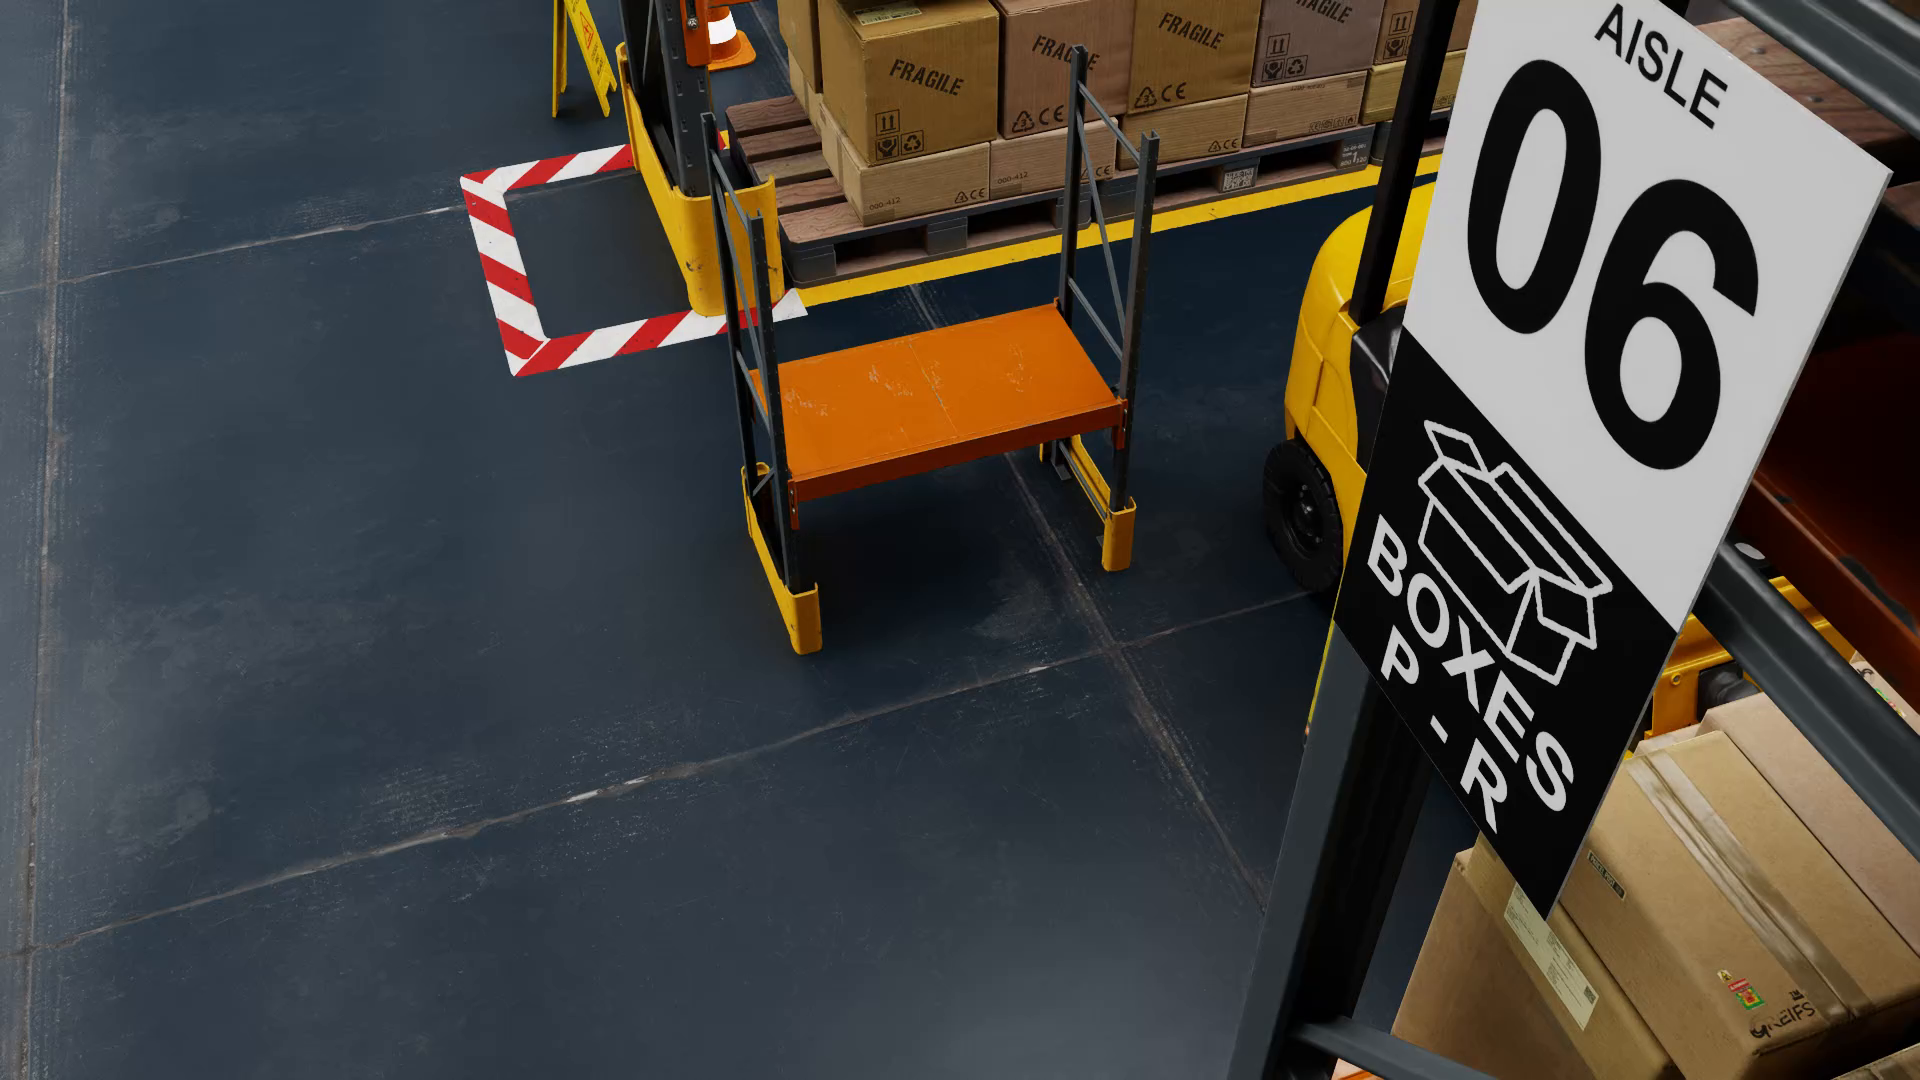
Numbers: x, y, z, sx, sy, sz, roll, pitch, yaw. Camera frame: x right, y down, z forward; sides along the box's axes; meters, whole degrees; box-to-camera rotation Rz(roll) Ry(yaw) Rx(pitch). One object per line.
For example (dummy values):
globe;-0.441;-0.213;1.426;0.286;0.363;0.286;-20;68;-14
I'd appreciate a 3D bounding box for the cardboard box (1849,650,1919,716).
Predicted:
cardboard box;1.350;0.278;2.117;0.250;0.149;0.380;-13;47;-13

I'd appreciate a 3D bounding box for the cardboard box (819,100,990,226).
cardboard box;-0.210;-1.459;6.231;0.500;0.250;0.500;-15;47;-14

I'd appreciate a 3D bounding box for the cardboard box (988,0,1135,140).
cardboard box;0.303;-1.858;6.100;0.500;0.500;0.500;-16;47;-15

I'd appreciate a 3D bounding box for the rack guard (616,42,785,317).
rack guard;-0.991;-1.407;6.300;0.348;0.500;1.175;-14;47;-14

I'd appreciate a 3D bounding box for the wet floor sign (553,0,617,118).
wet floor sign;-1.604;-2.108;6.895;0.232;0.644;0.267;0;45;0

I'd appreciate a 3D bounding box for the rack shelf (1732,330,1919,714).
rack shelf;2.508;-0.251;1.773;4.000;0.370;1.077;-14;47;-14

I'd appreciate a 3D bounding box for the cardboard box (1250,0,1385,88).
cardboard box;1.277;-2.108;6.348;0.500;0.500;0.500;-12;46;-12

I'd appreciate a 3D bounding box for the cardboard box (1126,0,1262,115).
cardboard box;0.777;-1.974;6.215;0.500;0.500;0.500;-13;47;-13

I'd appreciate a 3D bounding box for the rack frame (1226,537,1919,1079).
rack frame;0.627;1.034;2.101;0.127;3.000;1.000;-14;47;-14

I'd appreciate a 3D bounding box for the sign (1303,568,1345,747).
sign;0.455;0.177;1.971;0.005;0.325;0.100;-14;47;-14

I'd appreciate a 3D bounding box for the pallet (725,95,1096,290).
pallet;-0.215;-1.477;6.573;1.213;0.211;1.003;-14;47;-14

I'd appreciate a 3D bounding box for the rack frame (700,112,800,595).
rack frame;-0.558;-0.387;4.576;0.032;1.500;0.500;-14;47;-14

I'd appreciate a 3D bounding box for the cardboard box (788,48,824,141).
cardboard box;-0.371;-1.828;6.599;0.500;0.250;0.500;-15;47;-14

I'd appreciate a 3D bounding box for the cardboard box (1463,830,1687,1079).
cardboard box;0.858;0.500;2.105;0.250;0.149;0.380;-14;47;-13

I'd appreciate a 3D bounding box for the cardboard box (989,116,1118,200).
cardboard box;0.273;-1.577;6.348;0.500;0.250;0.500;-13;46;-12

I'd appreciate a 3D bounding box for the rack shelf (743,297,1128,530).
rack shelf;-0.080;-0.382;4.826;1.000;0.185;0.538;-14;47;-14

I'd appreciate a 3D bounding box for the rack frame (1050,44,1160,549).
rack frame;0.398;-0.631;4.820;0.032;1.500;0.500;-14;47;-14

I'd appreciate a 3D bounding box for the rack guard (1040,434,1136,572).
rack guard;0.397;-0.190;5.263;0.087;0.250;0.587;-14;47;-14

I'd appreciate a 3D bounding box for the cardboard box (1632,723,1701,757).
cardboard box;1.088;0.419;2.186;0.250;0.149;0.380;-14;47;-13

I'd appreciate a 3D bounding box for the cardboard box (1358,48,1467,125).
cardboard box;1.738;-1.955;6.726;0.500;0.250;0.500;-15;47;-15

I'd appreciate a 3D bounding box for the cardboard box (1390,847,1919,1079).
cardboard box;1.000;0.706;2.358;0.500;0.500;0.500;-15;47;-15

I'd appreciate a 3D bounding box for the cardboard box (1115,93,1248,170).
cardboard box;0.782;-1.716;6.488;0.500;0.250;0.500;-11;46;-11

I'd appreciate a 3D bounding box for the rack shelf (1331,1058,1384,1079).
rack shelf;2.508;0.807;2.835;4.000;0.370;1.077;-14;47;-14

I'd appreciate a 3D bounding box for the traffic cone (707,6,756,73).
traffic cone;-1.096;-2.339;7.254;0.334;0.463;0.336;-14;47;-14

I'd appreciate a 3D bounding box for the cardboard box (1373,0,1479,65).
cardboard box;1.757;-2.231;6.471;0.500;0.500;0.500;-14;47;-13

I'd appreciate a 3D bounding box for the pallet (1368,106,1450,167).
pallet;2.080;-2.064;7.158;1.213;0.211;1.003;-14;47;-14

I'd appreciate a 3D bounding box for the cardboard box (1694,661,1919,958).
cardboard box;1.113;0.359;2.036;0.250;0.149;0.380;-14;47;-14

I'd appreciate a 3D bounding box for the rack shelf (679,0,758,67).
rack shelf;0.819;-2.499;6.130;4.000;0.370;1.077;-14;47;-14

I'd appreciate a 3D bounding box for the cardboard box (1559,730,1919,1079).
cardboard box;0.892;0.439;1.956;0.250;0.149;0.380;-14;47;-14

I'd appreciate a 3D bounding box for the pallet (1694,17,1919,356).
pallet;1.301;-0.146;1.222;1.213;0.211;1.003;-14;47;-14

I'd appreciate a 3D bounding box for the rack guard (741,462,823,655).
rack guard;-0.540;0.050;5.024;0.087;0.250;0.587;-14;47;-14

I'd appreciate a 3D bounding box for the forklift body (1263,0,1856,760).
forklift body;1.791;-0.337;4.068;1.214;2.155;2.313;-14;47;-14

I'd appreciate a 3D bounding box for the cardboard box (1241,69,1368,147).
cardboard box;1.258;-1.836;6.607;0.500;0.250;0.500;-14;47;-13

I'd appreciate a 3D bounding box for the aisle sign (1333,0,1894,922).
aisle sign;0.465;-0.063;1.360;0.004;0.787;0.394;-14;47;-14

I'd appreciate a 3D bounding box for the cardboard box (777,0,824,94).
cardboard box;-0.397;-2.080;6.321;0.500;0.500;0.500;-14;47;-14

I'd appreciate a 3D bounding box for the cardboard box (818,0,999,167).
cardboard box;-0.187;-1.730;5.971;0.500;0.500;0.500;-16;47;-15

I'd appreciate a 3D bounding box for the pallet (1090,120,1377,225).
pallet;0.931;-1.768;6.863;1.213;0.211;1.003;-14;47;-14

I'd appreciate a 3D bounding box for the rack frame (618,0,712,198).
rack frame;-1.062;-2.271;5.396;0.127;3.000;1.000;-14;47;-14

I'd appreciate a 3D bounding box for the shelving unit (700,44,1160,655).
shelving unit;-0.072;-0.511;4.701;1.083;1.500;0.587;-14;47;-14
